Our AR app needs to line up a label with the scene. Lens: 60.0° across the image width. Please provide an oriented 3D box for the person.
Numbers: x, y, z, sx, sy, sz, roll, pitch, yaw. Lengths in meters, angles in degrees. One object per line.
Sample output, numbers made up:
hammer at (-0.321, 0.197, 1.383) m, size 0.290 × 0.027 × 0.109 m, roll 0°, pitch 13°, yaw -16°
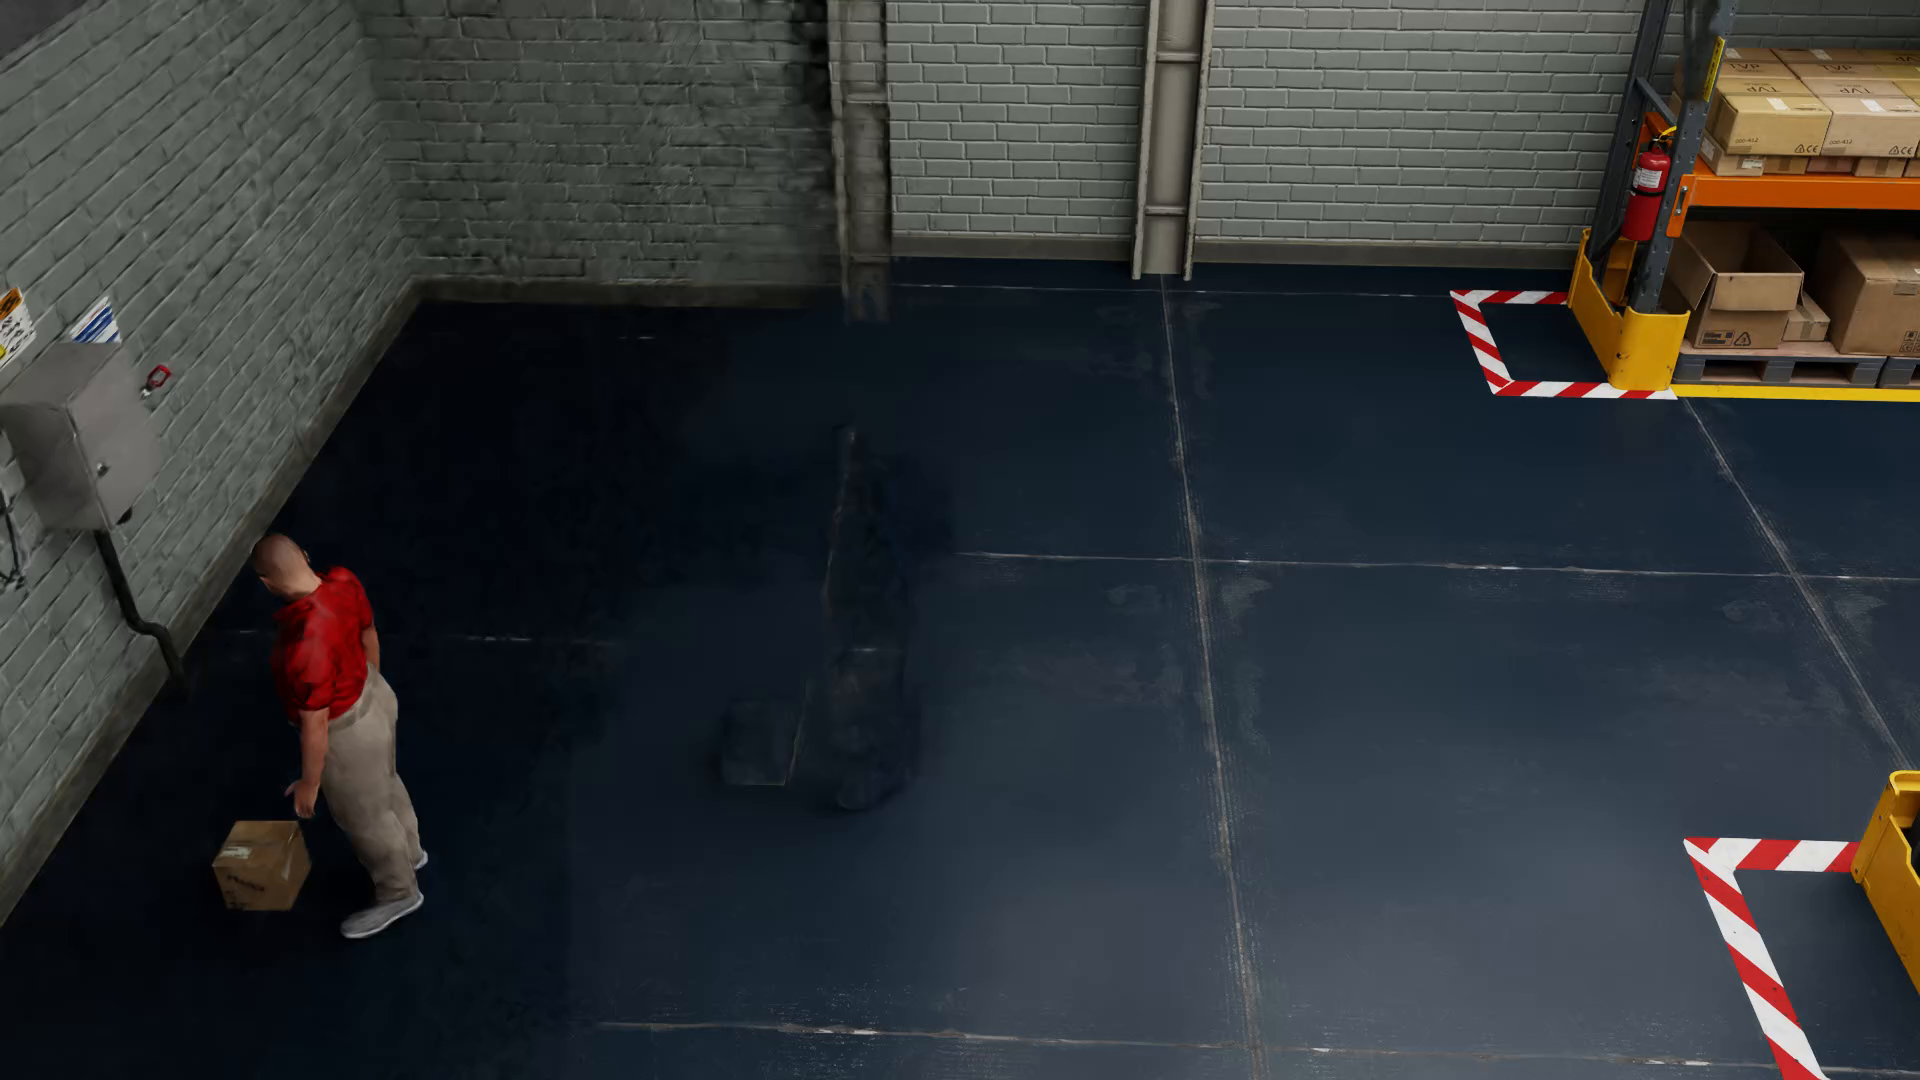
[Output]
person at (-0.377, 0.314, 6.699) m, size 0.362 × 1.752 × 0.630 m, roll -4°, pitch 36°, yaw -6°
